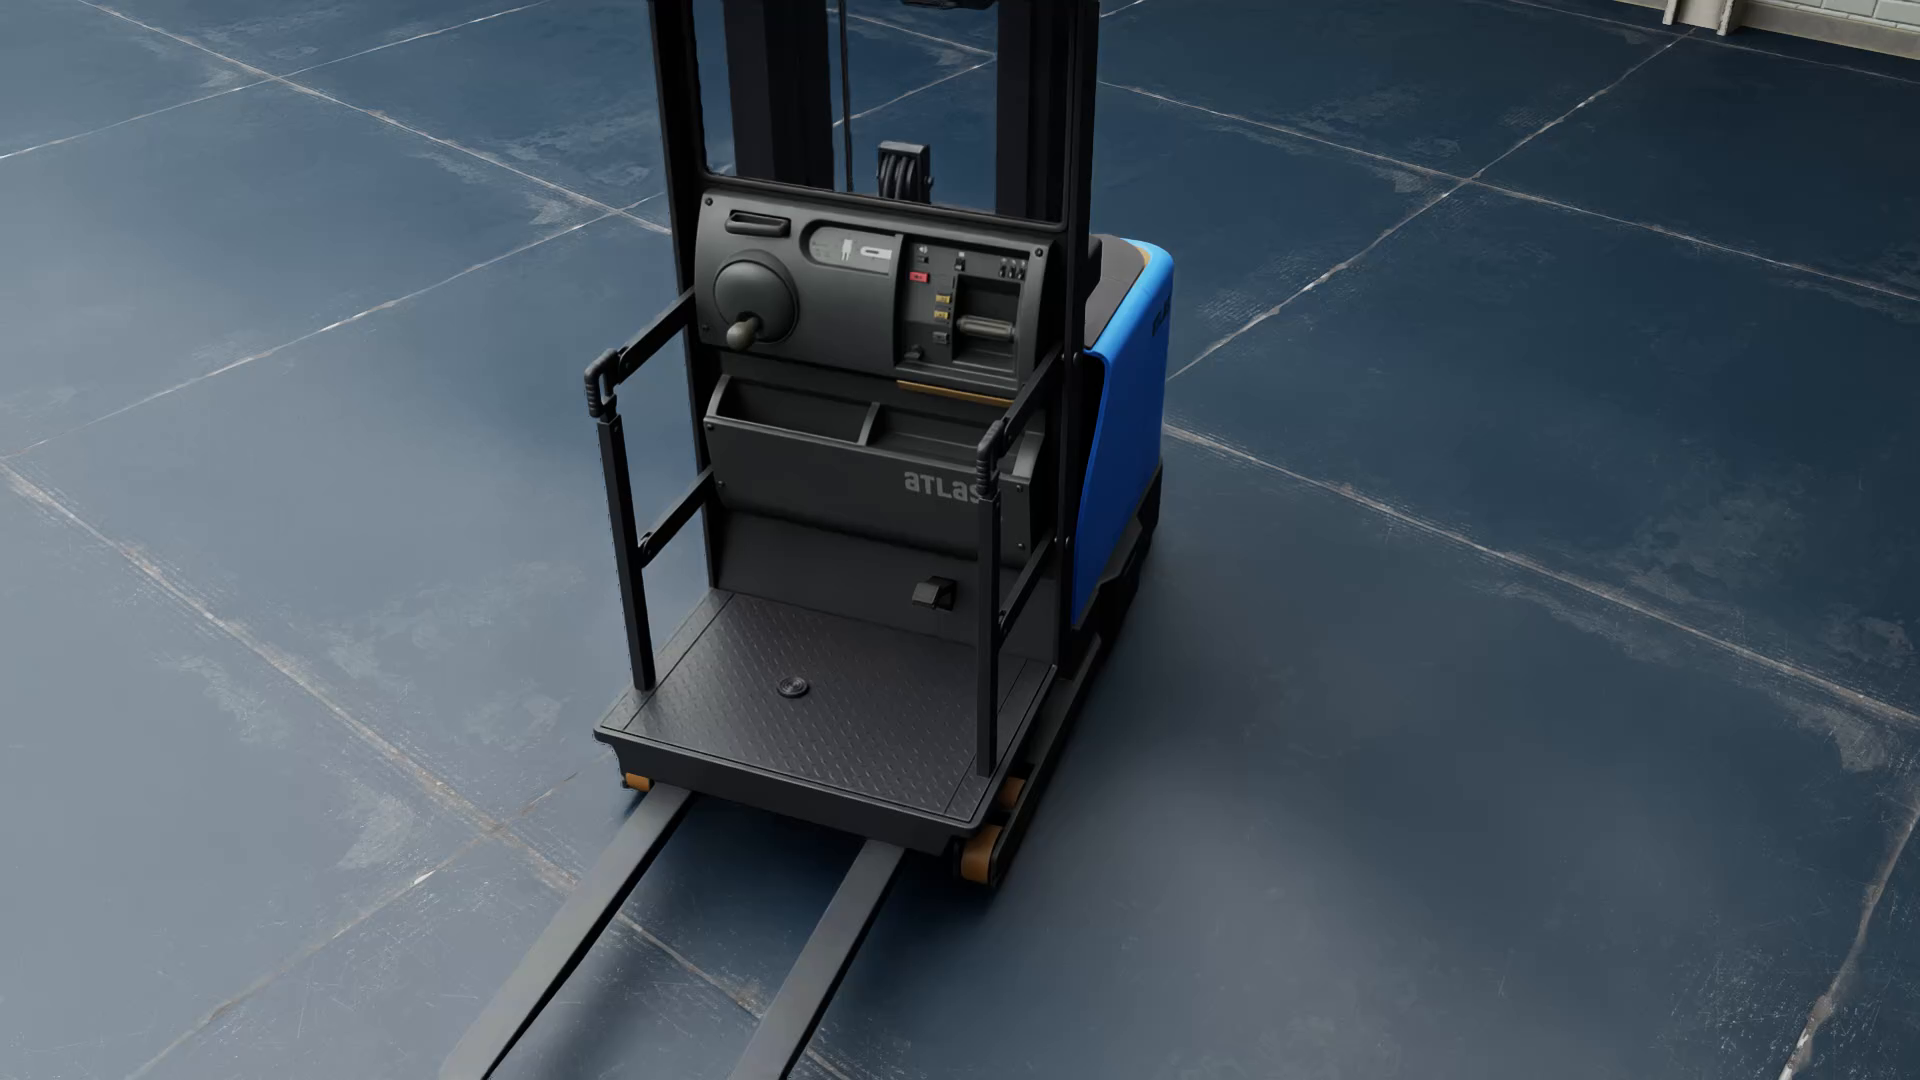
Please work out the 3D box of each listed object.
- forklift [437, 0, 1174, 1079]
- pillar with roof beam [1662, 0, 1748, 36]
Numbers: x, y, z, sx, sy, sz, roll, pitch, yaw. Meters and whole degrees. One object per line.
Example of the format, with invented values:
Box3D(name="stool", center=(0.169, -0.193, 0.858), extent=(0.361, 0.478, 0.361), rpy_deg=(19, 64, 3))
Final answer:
Box3D(name="forklift", center=(-0.304, -0.561, 3.977), extent=(1.130, 2.935, 3.031), rpy_deg=(12, 36, 17))
Box3D(name="pillar with roof beam", center=(1.931, -5.097, 5.222), extent=(0.400, 9.000, 9.100), rpy_deg=(25, 42, 32))
